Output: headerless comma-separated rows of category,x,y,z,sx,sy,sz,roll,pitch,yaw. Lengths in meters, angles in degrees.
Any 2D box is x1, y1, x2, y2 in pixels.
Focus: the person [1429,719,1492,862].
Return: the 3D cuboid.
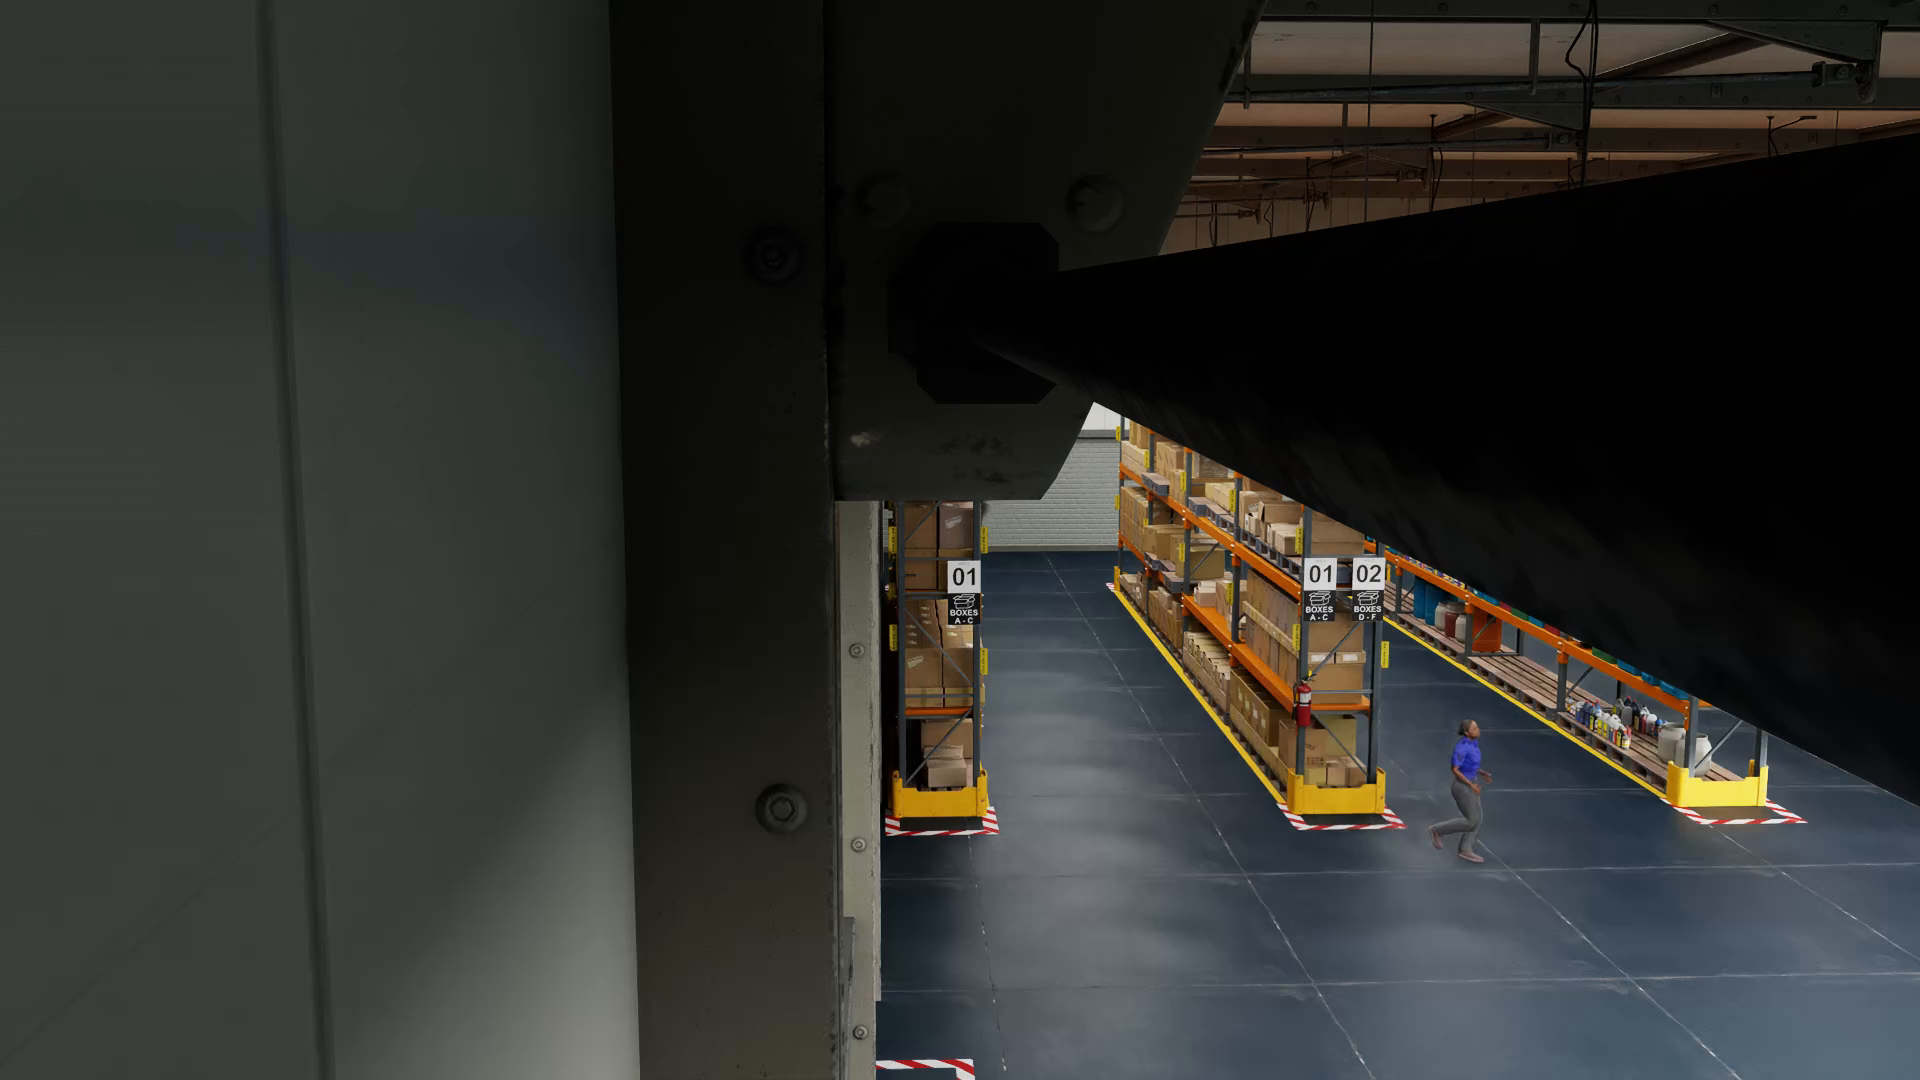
person,5.680,2.812,18.839,0.617,1.633,0.578,4,9,28
